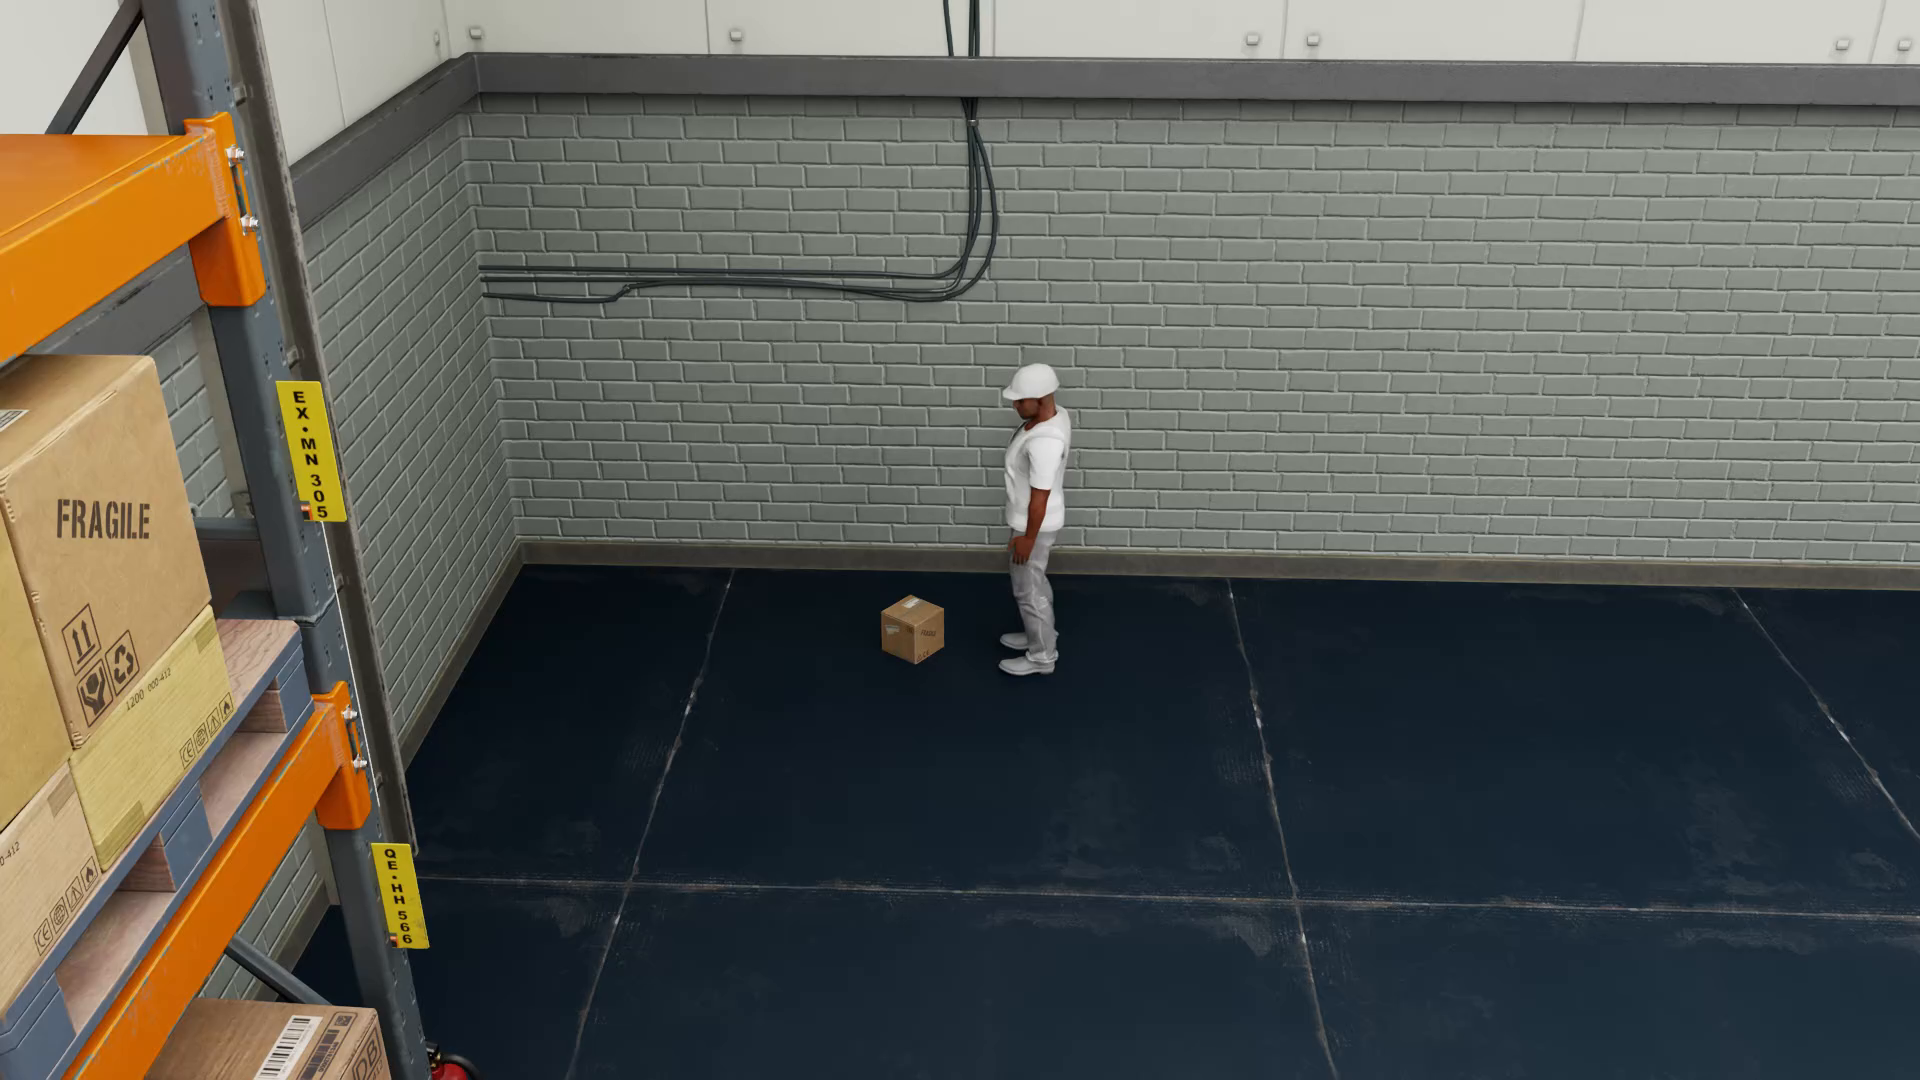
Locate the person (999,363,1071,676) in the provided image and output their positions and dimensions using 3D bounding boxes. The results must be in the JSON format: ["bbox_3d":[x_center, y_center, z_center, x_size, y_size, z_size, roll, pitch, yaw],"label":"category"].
[{"bbox_3d":[0.394,-0.113,8.811,0.361,1.762,0.566,2,28,3],"label":"person"}]
